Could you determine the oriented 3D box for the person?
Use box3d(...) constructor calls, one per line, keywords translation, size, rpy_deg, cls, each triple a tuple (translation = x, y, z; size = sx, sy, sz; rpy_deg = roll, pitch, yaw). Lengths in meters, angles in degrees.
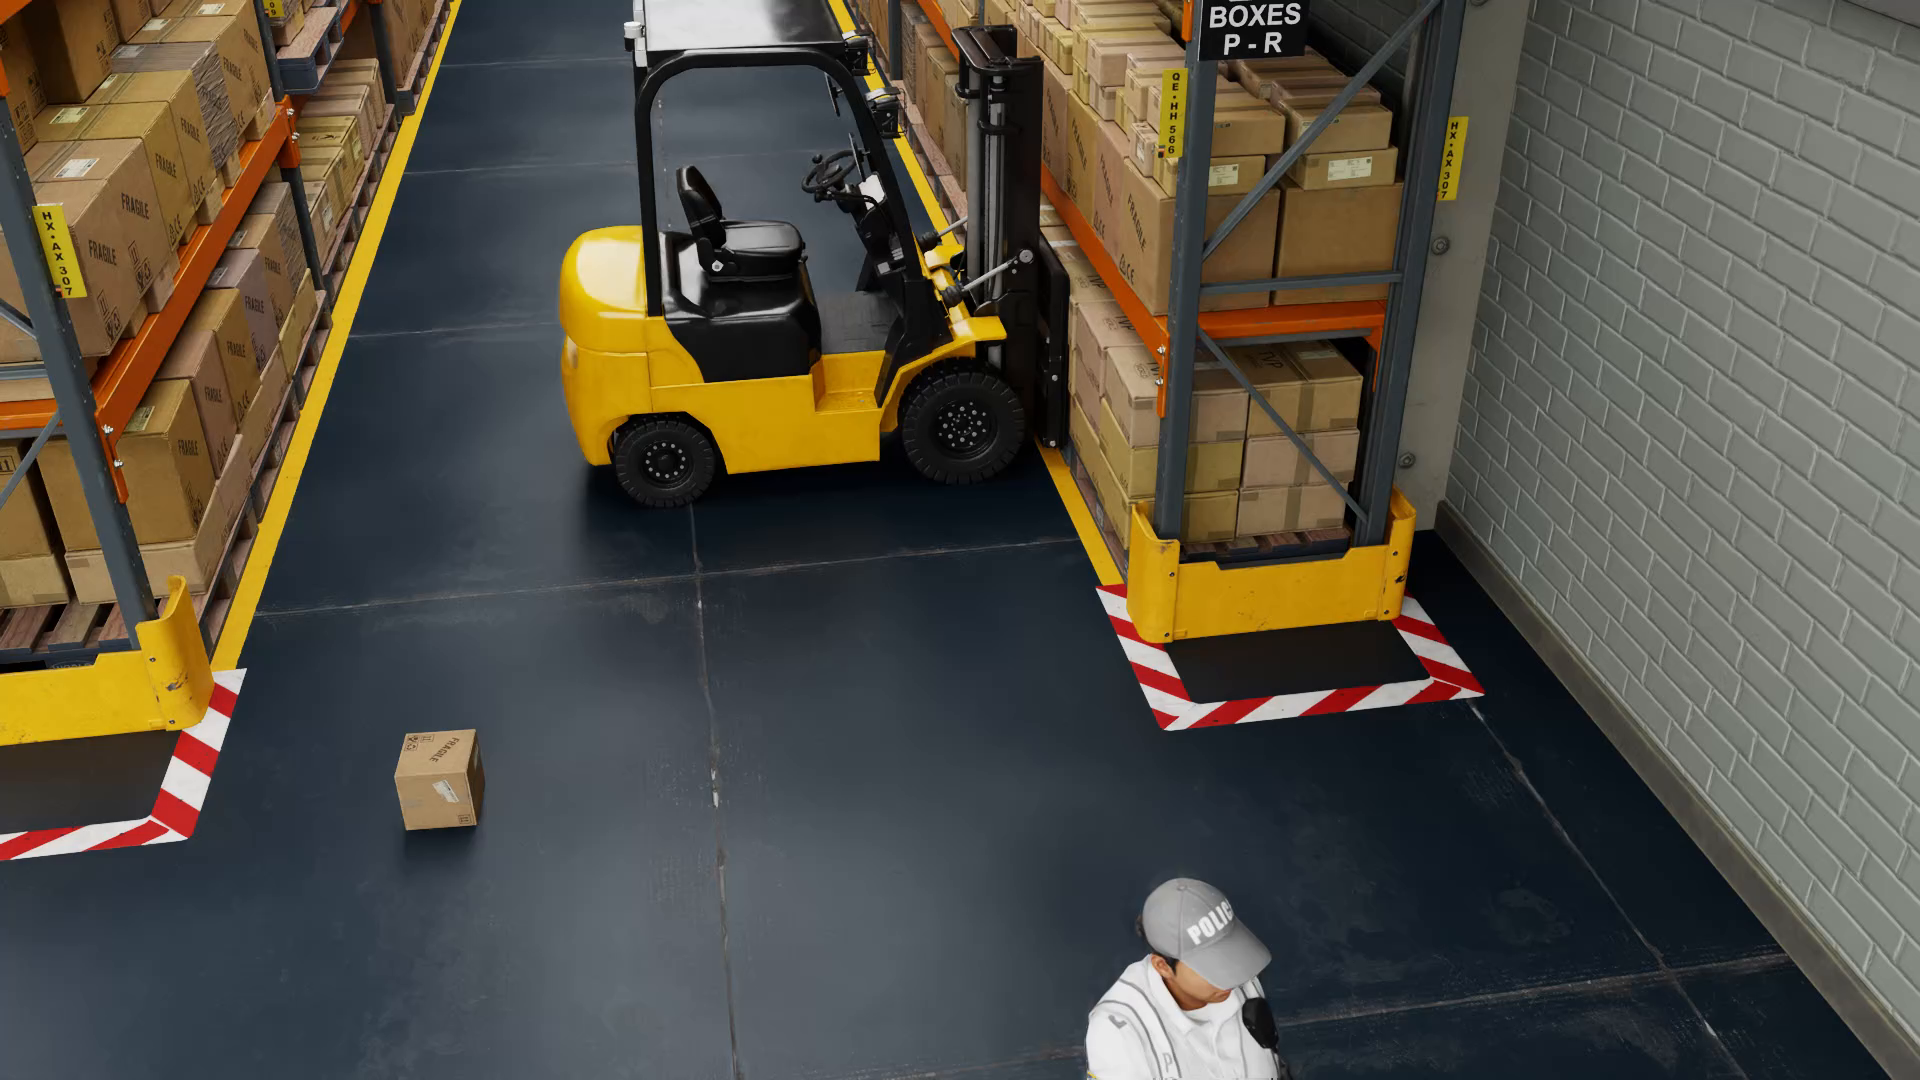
box3d(translation=(0.499, 1.495, 3.736), size=(0.445, 1.345, 0.492), rpy_deg=(-19, 36, -29), cls="person")
